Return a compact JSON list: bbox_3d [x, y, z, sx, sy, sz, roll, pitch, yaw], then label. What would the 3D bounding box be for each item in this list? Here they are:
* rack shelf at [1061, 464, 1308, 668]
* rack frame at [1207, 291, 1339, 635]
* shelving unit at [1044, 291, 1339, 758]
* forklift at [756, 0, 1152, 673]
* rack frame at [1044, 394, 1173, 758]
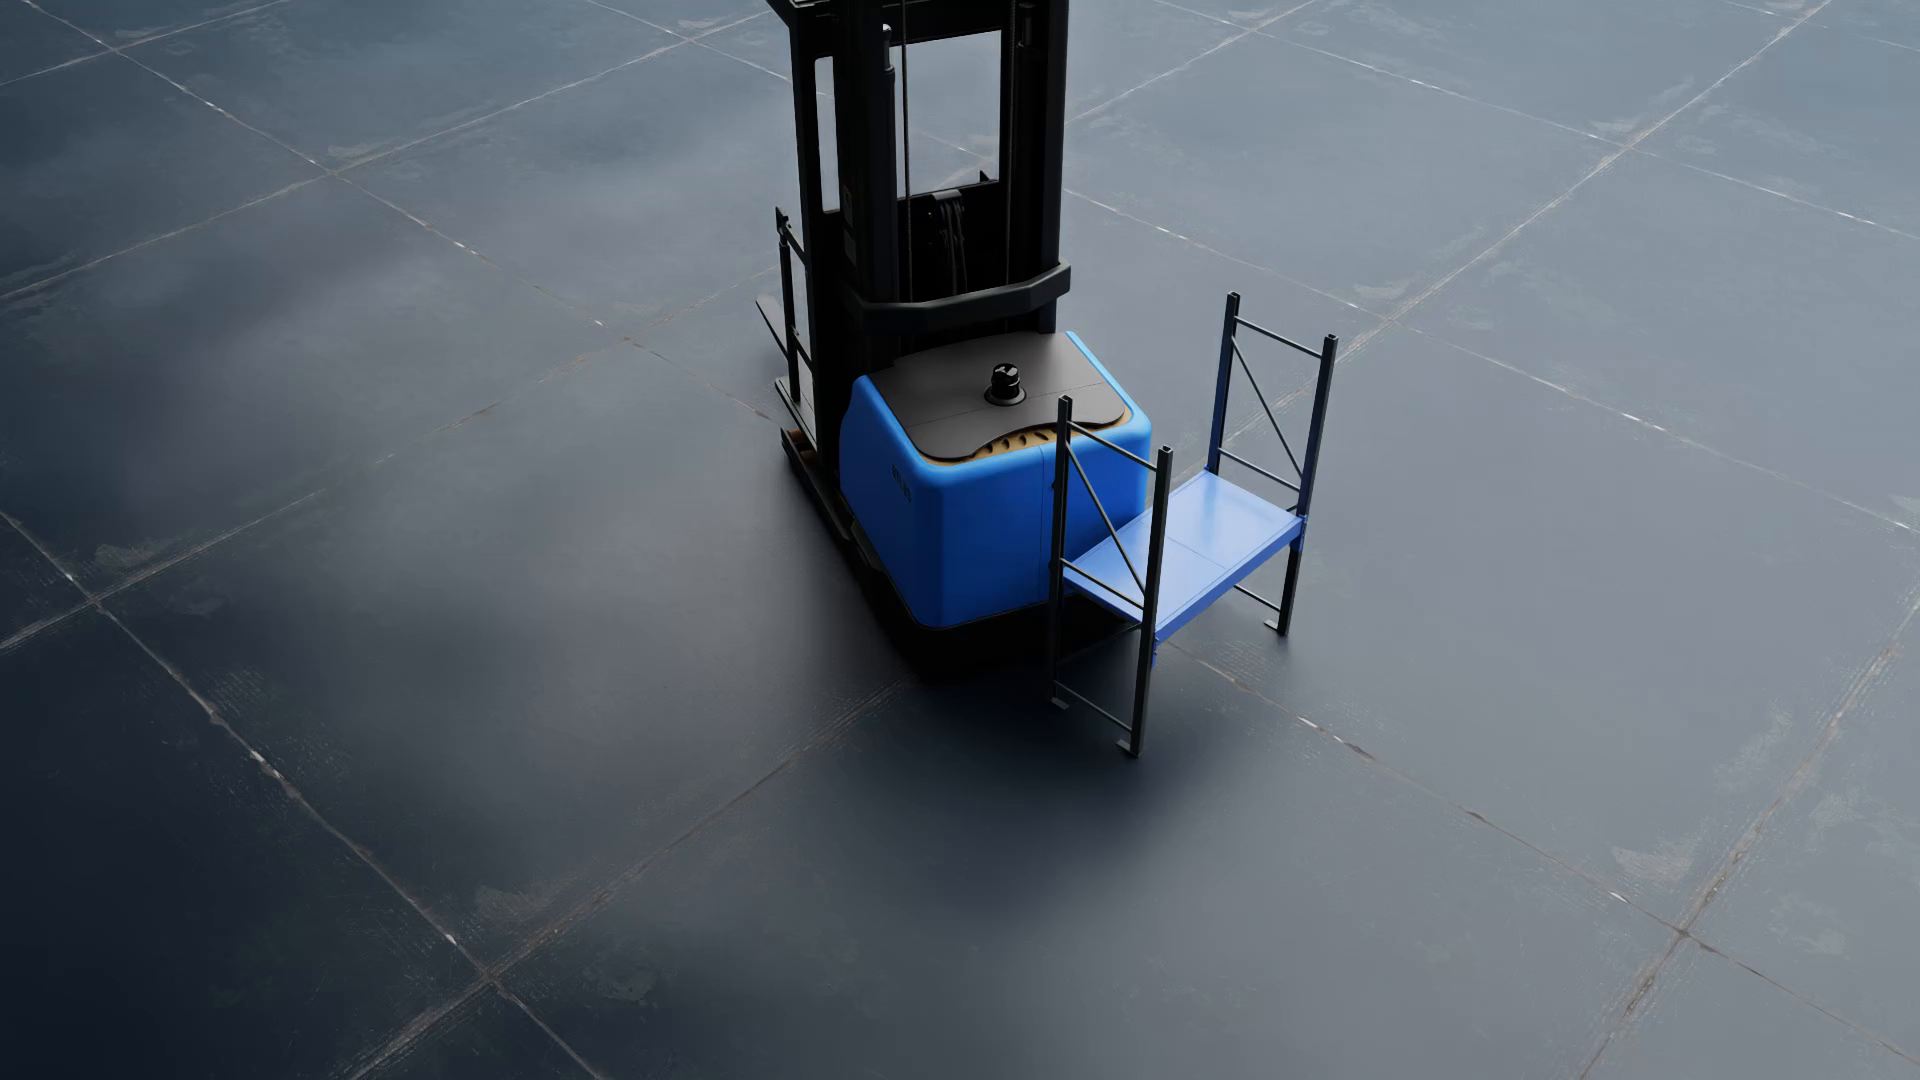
[{"bbox_3d":[0.893,0.084,6.727,0.538,0.185,1.000,31,48,32],"label":"rack shelf"},{"bbox_3d":[1.244,-0.286,6.903,0.500,1.500,0.032,31,48,32],"label":"rack frame"},{"bbox_3d":[0.893,-0.057,6.614,0.538,1.500,1.048,31,48,32],"label":"shelving unit"},{"bbox_3d":[-0.235,-1.511,7.295,1.130,2.935,3.031,-14,41,-17],"label":"forklift"},{"bbox_3d":[0.543,0.172,6.326,0.500,1.500,0.032,31,48,32],"label":"rack frame"}]
